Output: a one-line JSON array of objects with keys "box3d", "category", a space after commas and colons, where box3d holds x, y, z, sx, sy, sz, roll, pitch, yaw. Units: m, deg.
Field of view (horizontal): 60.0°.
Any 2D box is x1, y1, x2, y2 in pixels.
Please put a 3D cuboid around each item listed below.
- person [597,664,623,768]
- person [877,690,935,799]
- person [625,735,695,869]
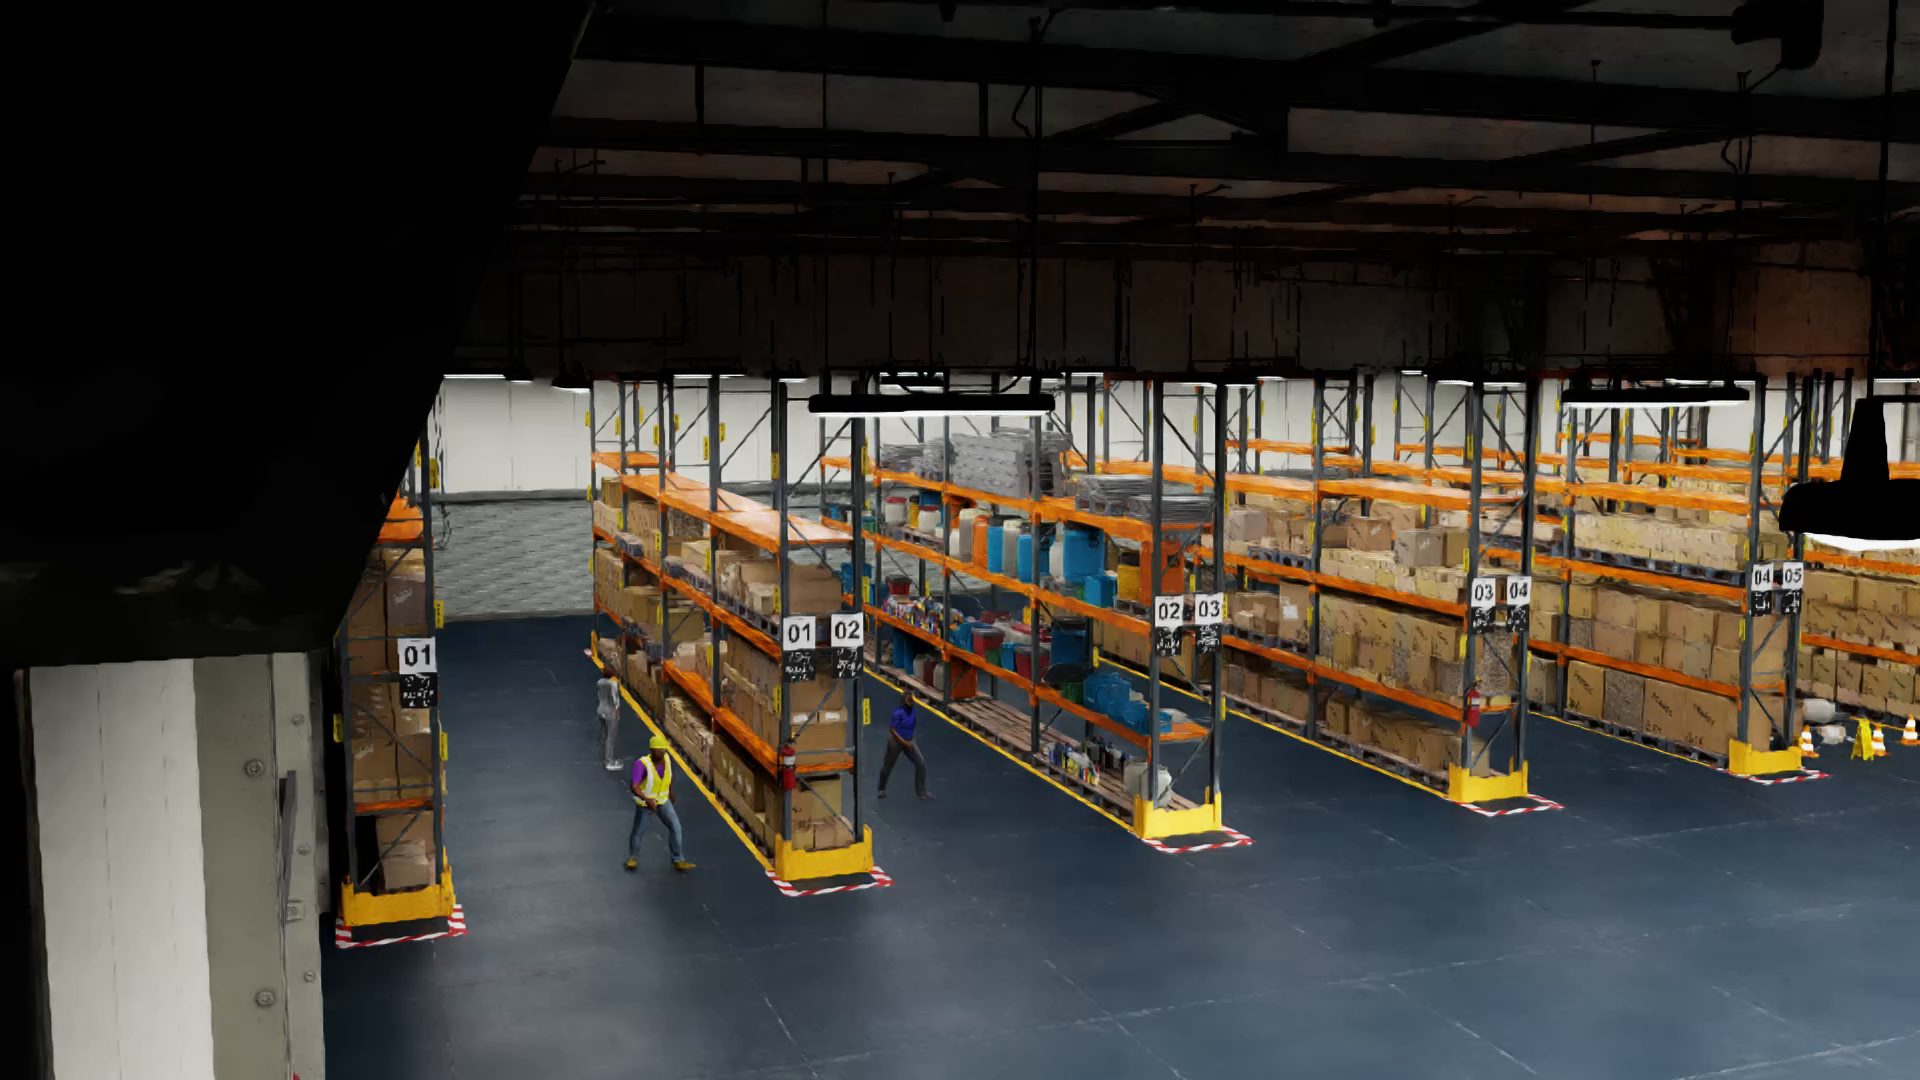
[{"box3d": [-5.361, 2.691, 25.493, 0.468, 1.587, 0.405, 5, 8, 37], "category": "person"}, {"box3d": [-0.812, 2.894, 23.673, 0.617, 1.590, 0.812, -5, 8, -39], "category": "person"}, {"box3d": [-3.757, 3.204, 20.405, 0.714, 1.697, 0.823, -5, 8, -37], "category": "person"}]
